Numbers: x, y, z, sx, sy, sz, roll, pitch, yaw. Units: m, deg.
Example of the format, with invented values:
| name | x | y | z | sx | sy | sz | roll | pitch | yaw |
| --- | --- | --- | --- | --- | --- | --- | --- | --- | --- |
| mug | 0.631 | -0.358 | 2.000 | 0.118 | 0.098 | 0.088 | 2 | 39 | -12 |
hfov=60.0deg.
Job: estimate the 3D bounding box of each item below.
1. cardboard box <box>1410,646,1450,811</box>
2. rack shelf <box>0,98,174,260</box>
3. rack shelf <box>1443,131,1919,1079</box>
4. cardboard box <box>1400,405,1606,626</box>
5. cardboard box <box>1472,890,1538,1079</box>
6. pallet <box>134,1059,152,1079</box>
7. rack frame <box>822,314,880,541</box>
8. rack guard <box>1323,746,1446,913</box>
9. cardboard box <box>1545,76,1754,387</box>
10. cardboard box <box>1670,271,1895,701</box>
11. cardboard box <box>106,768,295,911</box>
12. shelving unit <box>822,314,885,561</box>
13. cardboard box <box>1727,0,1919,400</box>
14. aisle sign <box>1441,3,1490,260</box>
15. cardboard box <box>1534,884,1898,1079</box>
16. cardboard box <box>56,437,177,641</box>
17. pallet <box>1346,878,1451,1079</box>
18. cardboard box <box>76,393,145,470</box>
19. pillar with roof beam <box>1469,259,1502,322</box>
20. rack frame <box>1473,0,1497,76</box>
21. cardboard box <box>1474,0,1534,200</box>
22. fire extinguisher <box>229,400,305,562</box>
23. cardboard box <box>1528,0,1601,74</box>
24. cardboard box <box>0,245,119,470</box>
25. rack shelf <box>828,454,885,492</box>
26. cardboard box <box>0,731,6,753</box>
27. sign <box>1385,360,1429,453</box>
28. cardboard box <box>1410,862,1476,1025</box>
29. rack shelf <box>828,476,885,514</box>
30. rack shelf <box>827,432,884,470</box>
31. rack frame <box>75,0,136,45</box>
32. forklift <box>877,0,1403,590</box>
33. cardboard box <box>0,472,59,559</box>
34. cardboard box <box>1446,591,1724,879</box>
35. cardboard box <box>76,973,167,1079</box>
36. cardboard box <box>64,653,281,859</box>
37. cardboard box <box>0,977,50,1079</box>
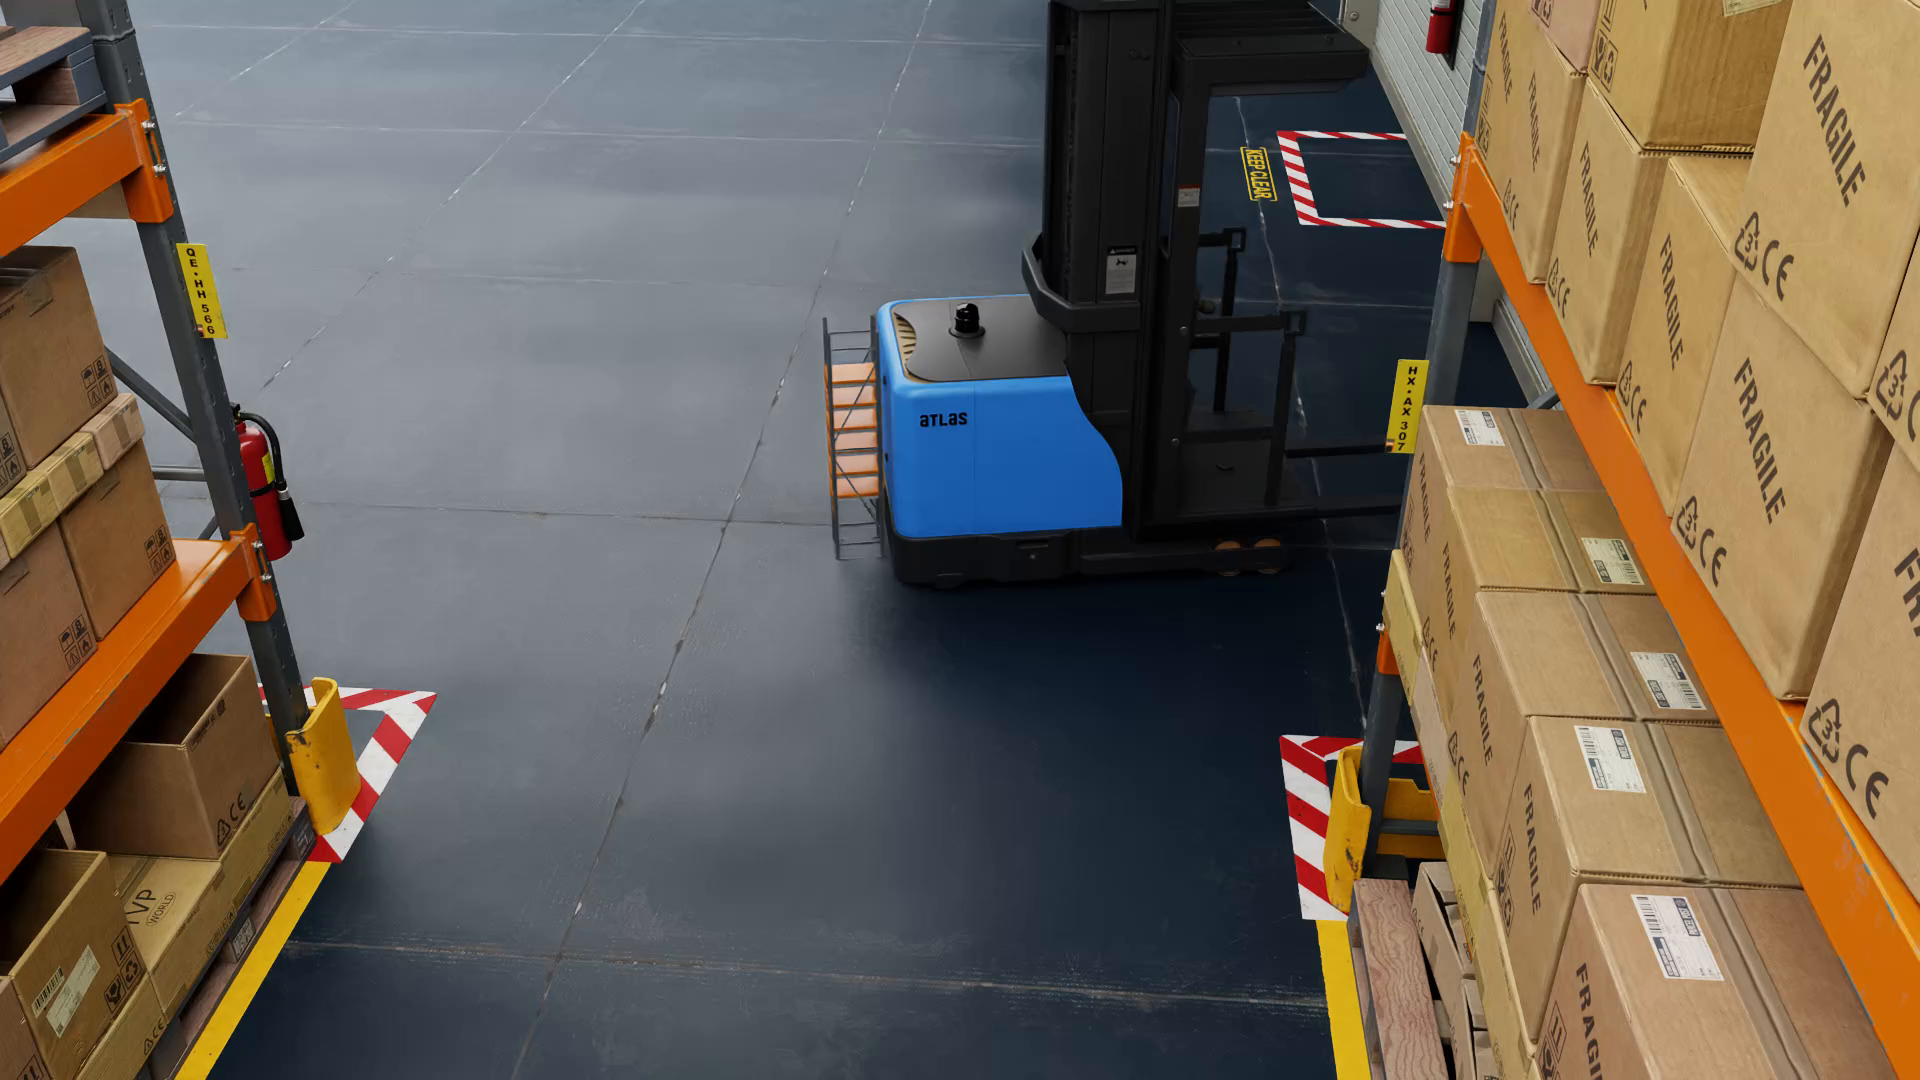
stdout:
| name | x | y | z | sx | sy | sz | roll | pitch | yaw |
| --- | --- | --- | --- | --- | --- | --- | --- | --- | --- |
| cardboard box | 1.569 | 0.542 | 4.635 | 0.500 | 0.250 | 0.500 | 2 | 32 | 2 |
| rack shelf | -3.148 | -0.162 | 3.480 | 1.077 | 0.370 | 4.000 | 2 | 32 | 4 |
| rack shelf | 1.790 | 0.048 | 3.140 | 1.077 | 0.370 | 4.000 | 2 | 32 | 4 |
| cardboard box | 1.614 | -0.054 | 4.888 | 0.500 | 0.500 | 0.500 | 2 | 32 | 4 |
| cardboard box | 1.478 | 1.072 | 3.775 | 0.500 | 0.250 | 0.500 | 3 | 32 | 4 |
| pallet | -3.107 | 1.988 | 4.823 | 1.003 | 0.211 | 1.213 | 2 | 32 | 4 |
| rack frame | -0.511 | -0.516 | 7.943 | 0.240 | 1.200 | 0.006 | -4 | 32 | -7 |
| rack guard | 1.947 | 1.077 | 6.026 | 1.175 | 0.500 | 0.348 | 2 | 32 | 4 |
| cardboard box | 1.559 | -0.640 | 3.456 | 0.500 | 0.500 | 0.500 | 4 | 32 | 6 |
| cardboard box | 1.483 | -0.093 | 2.569 | 0.500 | 0.500 | 0.500 | 1 | 32 | 2 |
| cardboard box | -2.734 | 1.048 | 5.911 | 0.500 | 0.250 | 0.500 | 2 | 32 | 4 |
| shelving unit | -0.498 | -0.468 | 7.866 | 0.258 | 1.200 | 0.189 | -4 | 32 | -7 |
| cardboard box | 1.464 | -0.523 | 2.314 | 0.500 | 0.500 | 0.500 | 1 | 32 | 2 |
| aisle sign | 1.660 | -1.184 | 4.835 | 0.394 | 0.787 | 0.004 | 2 | 32 | 4 |
| cardboard box | 1.444 | 1.016 | 3.151 | 0.500 | 0.500 | 0.500 | 2 | 32 | 3 |
| cardboard box | -3.035 | -0.036 | 5.354 | 0.700 | 0.500 | 0.500 | 2 | 32 | 4 |
| pallet | 1.845 | 1.623 | 5.415 | 1.003 | 0.211 | 1.213 | 2 | 32 | 4 |
| cardboard box | -2.826 | -0.348 | 5.241 | 0.380 | 0.149 | 0.250 | 2 | 32 | 3 |
| pillar with roof beam | -1.044 | -5.499 | 8.596 | 9.100 | 9.000 | 0.400 | 2 | 32 | 4 |
| rack frame | 1.953 | -2.581 | 3.861 | 1.000 | 3.000 | 0.127 | 2 | 32 | 4 |
| cardboard box | 1.676 | -1.191 | 4.350 | 0.500 | 0.500 | 0.500 | 3 | 32 | 5 |
| fire extinguisher | -2.512 | -0.246 | 5.864 | 0.296 | 0.674 | 0.183 | 2 | 32 | 4 |
| cardboard box | 1.588 | -1.330 | 3.622 | 0.500 | 0.500 | 0.500 | 2 | 32 | 3 |
| cardboard box | -3.040 | -0.560 | 4.968 | 0.700 | 0.500 | 0.500 | 3 | 32 | 4 |
| rack shelf | -0.498 | -0.328 | 7.953 | 0.258 | 0.103 | 0.180 | -4 | 32 | -7 |
| cardboard box | -3.120 | 0.498 | 4.487 | 0.700 | 0.500 | 0.500 | 3 | 32 | 4 |
| sign | 1.412 | -0.419 | 5.245 | 0.100 | 0.325 | 0.005 | 2 | 32 | 4 |
| cardboard box | 1.807 | 1.288 | 5.444 | 0.500 | 0.311 | 0.500 | -1 | 32 | -2 |
| rack shelf | -0.498 | -0.226 | 8.016 | 0.258 | 0.103 | 0.180 | -4 | 32 | -7 |
| rack shelf | -0.498 | -0.431 | 7.890 | 0.258 | 0.103 | 0.180 | -4 | 32 | -7 |
| rack frame | -2.985 | -2.791 | 4.201 | 1.000 | 3.000 | 0.127 | 2 | 32 | 4 |
| forklift | 1.141 | -1.346 | 7.640 | 3.031 | 2.935 | 1.130 | -4 | 32 | -6 |
| cardboard box | -2.867 | -0.077 | 4.802 | 0.380 | 0.149 | 0.250 | 2 | 32 | 3 |
| cardboard box | 1.516 | 0.474 | 4.031 | 0.500 | 0.500 | 0.500 | 1 | 32 | 2 |
| cardboard box | -2.802 | 1.572 | 5.061 | 0.500 | 0.250 | 0.500 | 2 | 32 | 4 |
| cardboard box | -2.732 | 0.729 | 5.714 | 0.500 | 0.500 | 0.500 | 2 | 32 | 4 |
| cardboard box | -2.841 | 1.514 | 4.440 | 0.500 | 0.500 | 0.500 | 2 | 32 | 4 |
